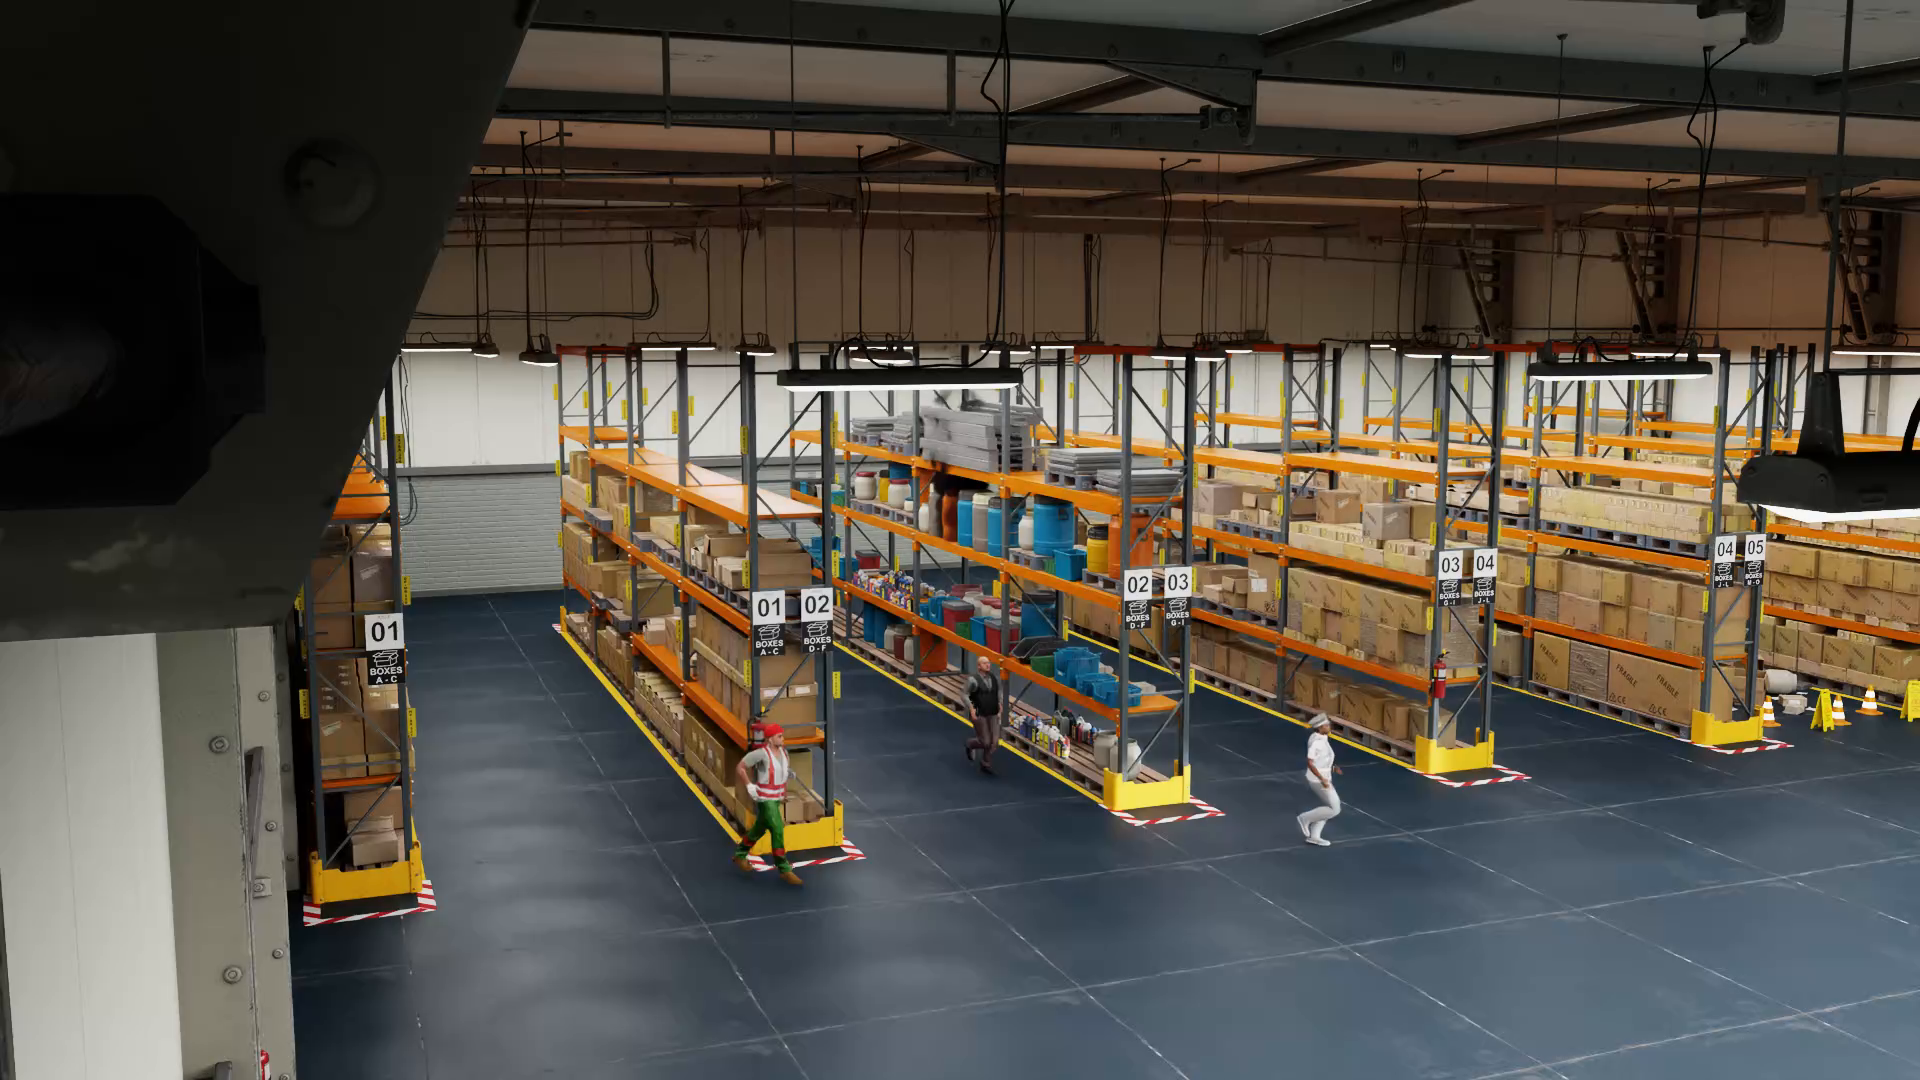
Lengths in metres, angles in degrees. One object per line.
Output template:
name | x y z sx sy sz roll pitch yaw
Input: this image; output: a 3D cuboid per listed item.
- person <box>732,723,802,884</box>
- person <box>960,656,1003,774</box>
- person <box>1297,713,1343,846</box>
person | -2.171 2.978 19.144 1.012 1.761 0.667 3 8 25
person | 0.334 2.492 23.789 0.659 1.679 0.586 -4 8 -31
person | 4.424 2.937 20.419 0.561 1.662 0.584 1 7 7
